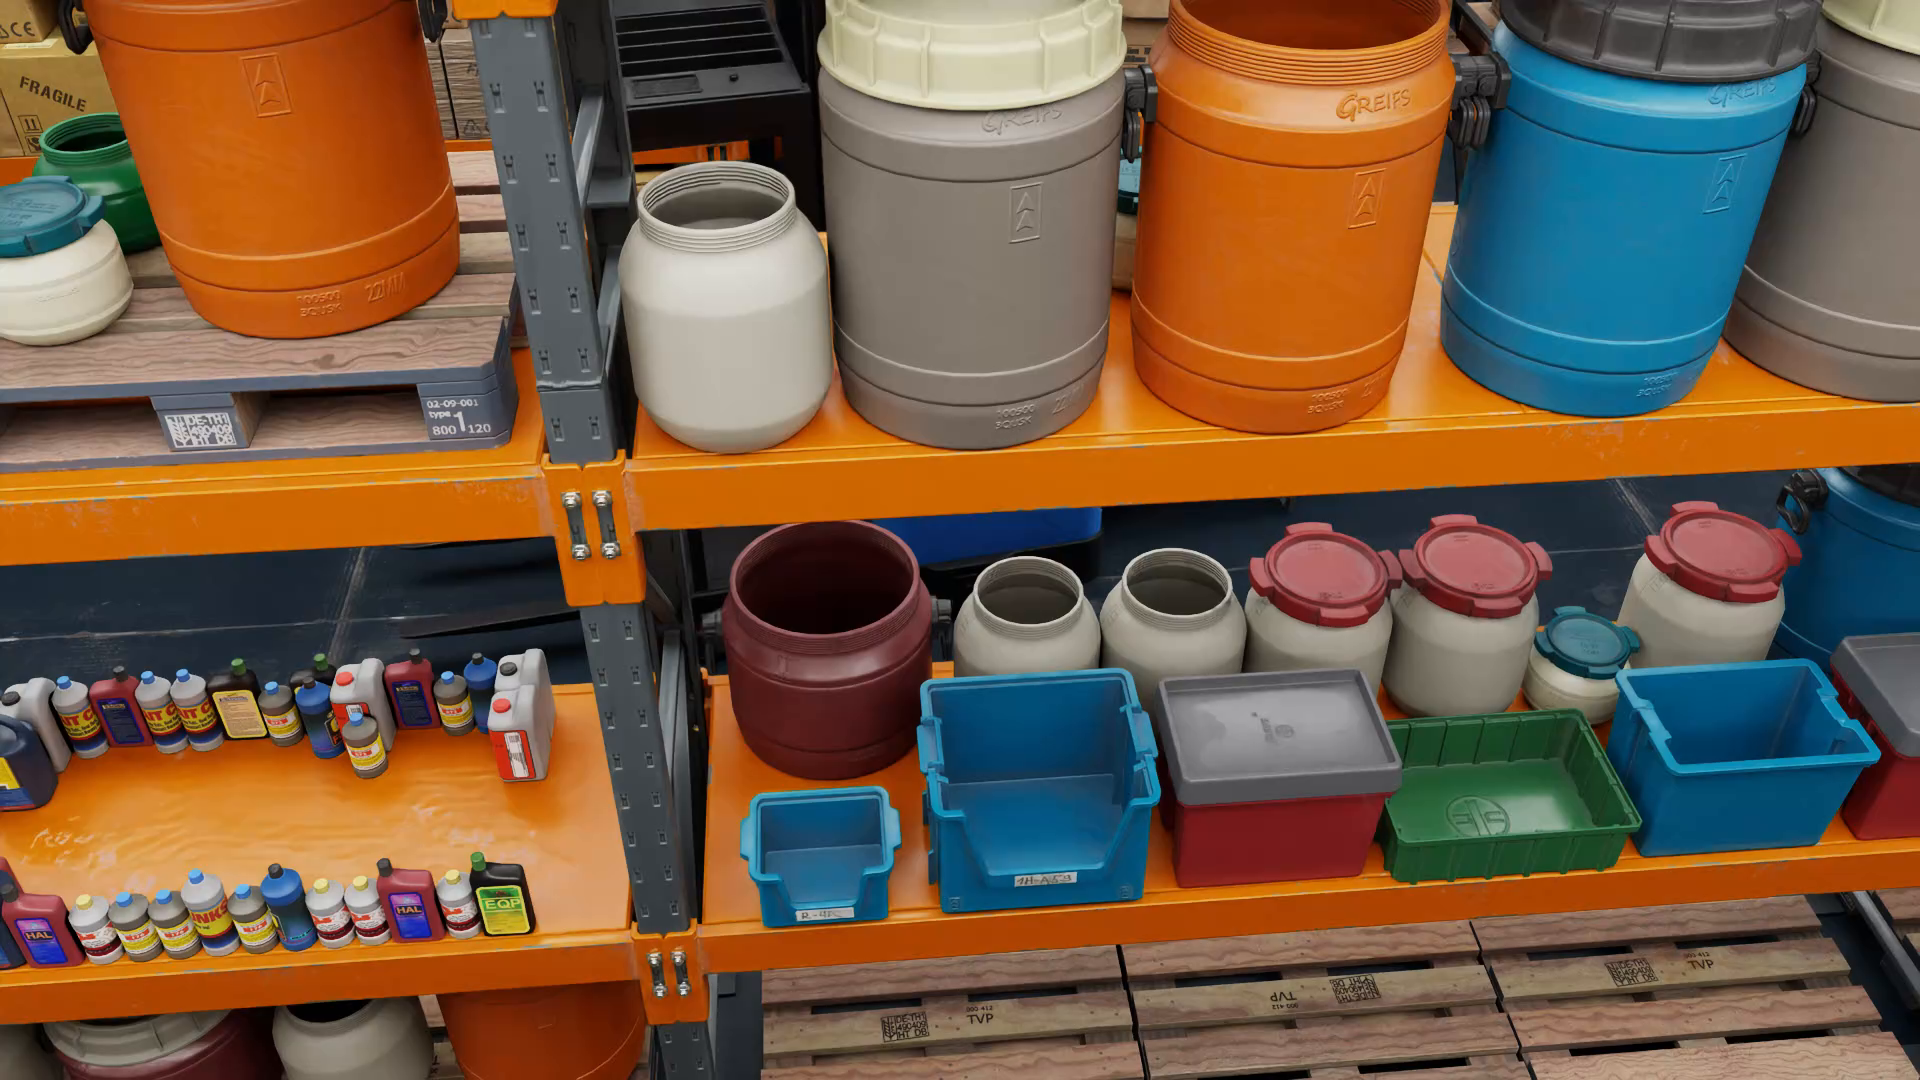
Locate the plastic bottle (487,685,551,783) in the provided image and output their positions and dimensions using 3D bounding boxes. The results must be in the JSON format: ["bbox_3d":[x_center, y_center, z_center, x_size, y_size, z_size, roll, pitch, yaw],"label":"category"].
[{"bbox_3d":[-1.261,0.541,4.742,0.135,0.276,0.152,-3,38,-4],"label":"plastic bottle"}]

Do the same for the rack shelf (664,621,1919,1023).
[{"bbox_3d":[1.178,0.747,4.962,4.000,0.370,1.077,-3,38,-4],"label":"rack shelf"}]

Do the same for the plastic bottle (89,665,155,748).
[{"bbox_3d":[-2.429,0.480,4.814,0.133,0.283,0.061,-3,38,-4],"label":"plastic bottle"}]

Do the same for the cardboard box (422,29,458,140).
[{"bbox_3d":[-2.737,-2.286,8.146,0.500,0.500,0.500,-4,38,-5],"label":"cardboard box"}]

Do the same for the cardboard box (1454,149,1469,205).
[{"bbox_3d":[3.133,-1.882,9.392,0.500,0.500,0.500,-4,38,-5],"label":"cardboard box"}]

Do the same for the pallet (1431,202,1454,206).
[{"bbox_3d":[3.397,-1.665,9.690,1.213,0.211,1.003,-3,38,-4],"label":"pallet"}]

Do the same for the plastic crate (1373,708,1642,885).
[{"bbox_3d":[1.460,0.708,4.602,0.662,0.188,0.450,-3,38,-4],"label":"plastic crate"}]

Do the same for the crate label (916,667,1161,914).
[{"bbox_3d":[0.199,0.673,4.447,0.616,0.435,0.502,-3,38,-4],"label":"crate label"}]

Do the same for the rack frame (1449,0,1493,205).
[{"bbox_3d":[2.731,-2.701,8.751,0.127,3.000,1.000,-3,38,-4],"label":"rack frame"}]

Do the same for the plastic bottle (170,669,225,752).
[{"bbox_3d":[-2.216,0.484,4.819,0.097,0.271,0.097,0,38,0],"label":"plastic bottle"}]

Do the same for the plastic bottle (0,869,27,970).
[{"bbox_3d":[-2.480,0.925,4.196,0.185,0.351,0.144,-3,38,-4],"label":"plastic bottle"}]

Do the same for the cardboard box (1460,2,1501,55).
[{"bbox_3d":[2.919,-2.795,9.074,0.250,0.149,0.380,-3,38,-4],"label":"cardboard box"}]

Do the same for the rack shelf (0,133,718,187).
[{"bbox_3d":[-3.245,-2.089,8.557,4.000,0.370,1.077,-3,38,-4],"label":"rack shelf"}]

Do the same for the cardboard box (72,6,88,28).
[{"bbox_3d":[-3.917,-2.766,7.943,0.637,0.503,0.797,-3,38,-3],"label":"cardboard box"}]

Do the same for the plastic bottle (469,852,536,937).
[{"bbox_3d":[-1.180,0.906,4.275,0.133,0.283,0.061,-3,38,-4],"label":"plastic bottle"}]

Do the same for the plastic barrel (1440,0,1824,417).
[{"bbox_3d":[1.379,-0.786,3.498,0.708,0.901,0.600,-3,38,-4],"label":"plastic barrel"}]

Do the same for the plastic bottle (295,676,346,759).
[{"bbox_3d":[-1.848,0.502,4.796,0.097,0.271,0.097,0,38,0],"label":"plastic bottle"}]

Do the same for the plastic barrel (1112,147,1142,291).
[{"bbox_3d":[0.431,-0.763,3.985,0.301,0.262,0.301,0,38,0],"label":"plastic barrel"}]

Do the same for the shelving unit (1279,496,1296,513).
[{"bbox_3d":[1.021,-0.792,7.543,1.048,1.500,0.538,-9,39,-11],"label":"shelving unit"}]

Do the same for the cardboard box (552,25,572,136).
[{"bbox_3d":[-1.723,-2.341,8.214,0.500,0.500,0.500,-2,38,-3],"label":"cardboard box"}]

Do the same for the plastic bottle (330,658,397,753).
[{"bbox_3d":[-1.735,0.473,4.829,0.135,0.276,0.152,-3,38,-4],"label":"plastic bottle"}]

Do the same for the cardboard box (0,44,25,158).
[{"bbox_3d":[-4.757,-2.172,8.001,0.500,0.500,0.500,-3,38,-4],"label":"cardboard box"}]

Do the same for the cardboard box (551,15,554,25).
[{"bbox_3d":[-1.983,-2.884,8.093,0.637,0.503,0.797,-2,38,-2],"label":"cardboard box"}]

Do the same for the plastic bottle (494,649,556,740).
[{"bbox_3d":[-1.274,0.448,4.861,0.135,0.276,0.152,-3,38,-4],"label":"plastic bottle"}]

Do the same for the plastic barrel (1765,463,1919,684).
[{"bbox_3d":[2.758,-0.007,4.933,0.708,0.901,0.600,-3,38,-4],"label":"plastic barrel"}]

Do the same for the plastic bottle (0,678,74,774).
[{"bbox_3d":[-2.656,0.524,4.765,0.135,0.276,0.152,-3,38,-4],"label":"plastic bottle"}]

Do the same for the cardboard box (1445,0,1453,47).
[{"bbox_3d":[1.927,-3.144,8.490,1.000,1.000,1.000,-3,38,-4],"label":"cardboard box"}]

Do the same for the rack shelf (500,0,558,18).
[{"bbox_3d":[1.178,-1.451,3.228,4.000,0.370,1.077,-3,38,-4],"label":"rack shelf"}]

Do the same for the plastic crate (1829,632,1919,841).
[{"bbox_3d":[2.714,0.545,4.586,0.583,0.464,0.402,-3,38,-4],"label":"plastic crate"}]

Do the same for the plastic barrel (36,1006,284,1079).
[{"bbox_3d":[-2.425,1.456,5.091,0.708,0.588,0.600,-3,38,-4],"label":"plastic barrel"}]

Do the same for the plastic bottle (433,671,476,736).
[{"bbox_3d":[-1.489,0.472,4.891,0.097,0.201,0.097,0,38,0],"label":"plastic bottle"}]

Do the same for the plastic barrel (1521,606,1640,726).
[{"bbox_3d":[1.838,0.387,4.949,0.301,0.262,0.301,0,38,0],"label":"plastic barrel"}]

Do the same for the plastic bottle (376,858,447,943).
[{"bbox_3d":[-1.410,0.918,4.259,0.133,0.283,0.061,-3,38,-4],"label":"plastic bottle"}]

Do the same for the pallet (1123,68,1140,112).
[{"bbox_3d":[0.715,-2.540,8.702,1.213,0.211,1.003,-3,38,-4],"label":"pallet"}]

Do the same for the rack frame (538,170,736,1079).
[{"bbox_3d":[-0.815,0.575,4.600,0.127,3.000,1.000,-3,38,-4],"label":"rack frame"}]

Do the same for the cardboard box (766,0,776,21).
[{"bbox_3d":[-0.719,-2.740,8.381,0.500,0.500,0.500,-8,39,-10],"label":"cardboard box"}]

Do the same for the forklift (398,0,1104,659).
[{"bbox_3d":[-0.940,-1.004,6.657,3.031,2.935,1.130,-9,39,-11],"label":"forklift"}]

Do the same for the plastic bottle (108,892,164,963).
[{"bbox_3d":[-2.108,0.978,4.250,0.097,0.201,0.097,0,38,0],"label":"plastic bottle"}]

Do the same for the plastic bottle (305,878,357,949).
[{"bbox_3d":[-1.623,0.951,4.283,0.097,0.201,0.097,0,38,0],"label":"plastic bottle"}]

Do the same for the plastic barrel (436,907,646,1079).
[{"bbox_3d":[-1.300,1.299,5.095,0.708,0.830,0.600,-3,38,-4],"label":"plastic barrel"}]

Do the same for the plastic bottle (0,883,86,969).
[{"bbox_3d":[-2.318,0.968,4.195,0.133,0.283,0.061,-3,38,-4],"label":"plastic bottle"}]

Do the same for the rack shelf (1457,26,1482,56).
[{"bbox_3d":[4.723,-2.528,9.113,4.000,0.370,1.077,-3,38,-4],"label":"rack shelf"}]

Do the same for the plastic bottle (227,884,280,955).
[{"bbox_3d":[-1.817,0.962,4.270,0.097,0.201,0.097,0,38,0],"label":"plastic bottle"}]

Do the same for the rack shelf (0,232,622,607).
[{"bbox_3d":[-2.807,-0.211,3.755,4.000,0.370,1.077,-3,38,-4],"label":"rack shelf"}]

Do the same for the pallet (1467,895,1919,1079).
[{"bbox_3d":[2.391,1.517,5.657,1.213,0.211,1.003,-3,38,-4],"label":"pallet"}]

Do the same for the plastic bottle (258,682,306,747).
[{"bbox_3d":[-1.986,0.499,4.856,0.097,0.201,0.097,0,38,0],"label":"plastic bottle"}]

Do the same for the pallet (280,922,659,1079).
[{"bbox_3d":[-1.596,1.738,5.377,1.213,0.211,1.003,-3,38,-4],"label":"pallet"}]

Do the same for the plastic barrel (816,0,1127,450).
[{"bbox_3d":[0.023,-0.711,3.403,0.600,0.901,0.600,0,38,0],"label":"plastic barrel"}]

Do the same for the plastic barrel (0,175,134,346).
[{"bbox_3d":[-1.870,-0.564,3.395,0.301,0.262,0.301,0,38,0],"label":"plastic barrel"}]

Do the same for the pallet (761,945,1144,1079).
[{"bbox_3d":[-0.040,1.651,5.488,1.213,0.211,1.003,-3,38,-4],"label":"pallet"}]

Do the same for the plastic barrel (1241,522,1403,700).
[{"bbox_3d":[1.036,0.283,4.860,0.433,0.535,0.433,0,38,0],"label":"plastic barrel"}]

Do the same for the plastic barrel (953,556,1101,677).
[{"bbox_3d":[0.191,0.342,4.804,0.421,0.512,0.421,0,38,0],"label":"plastic barrel"}]
